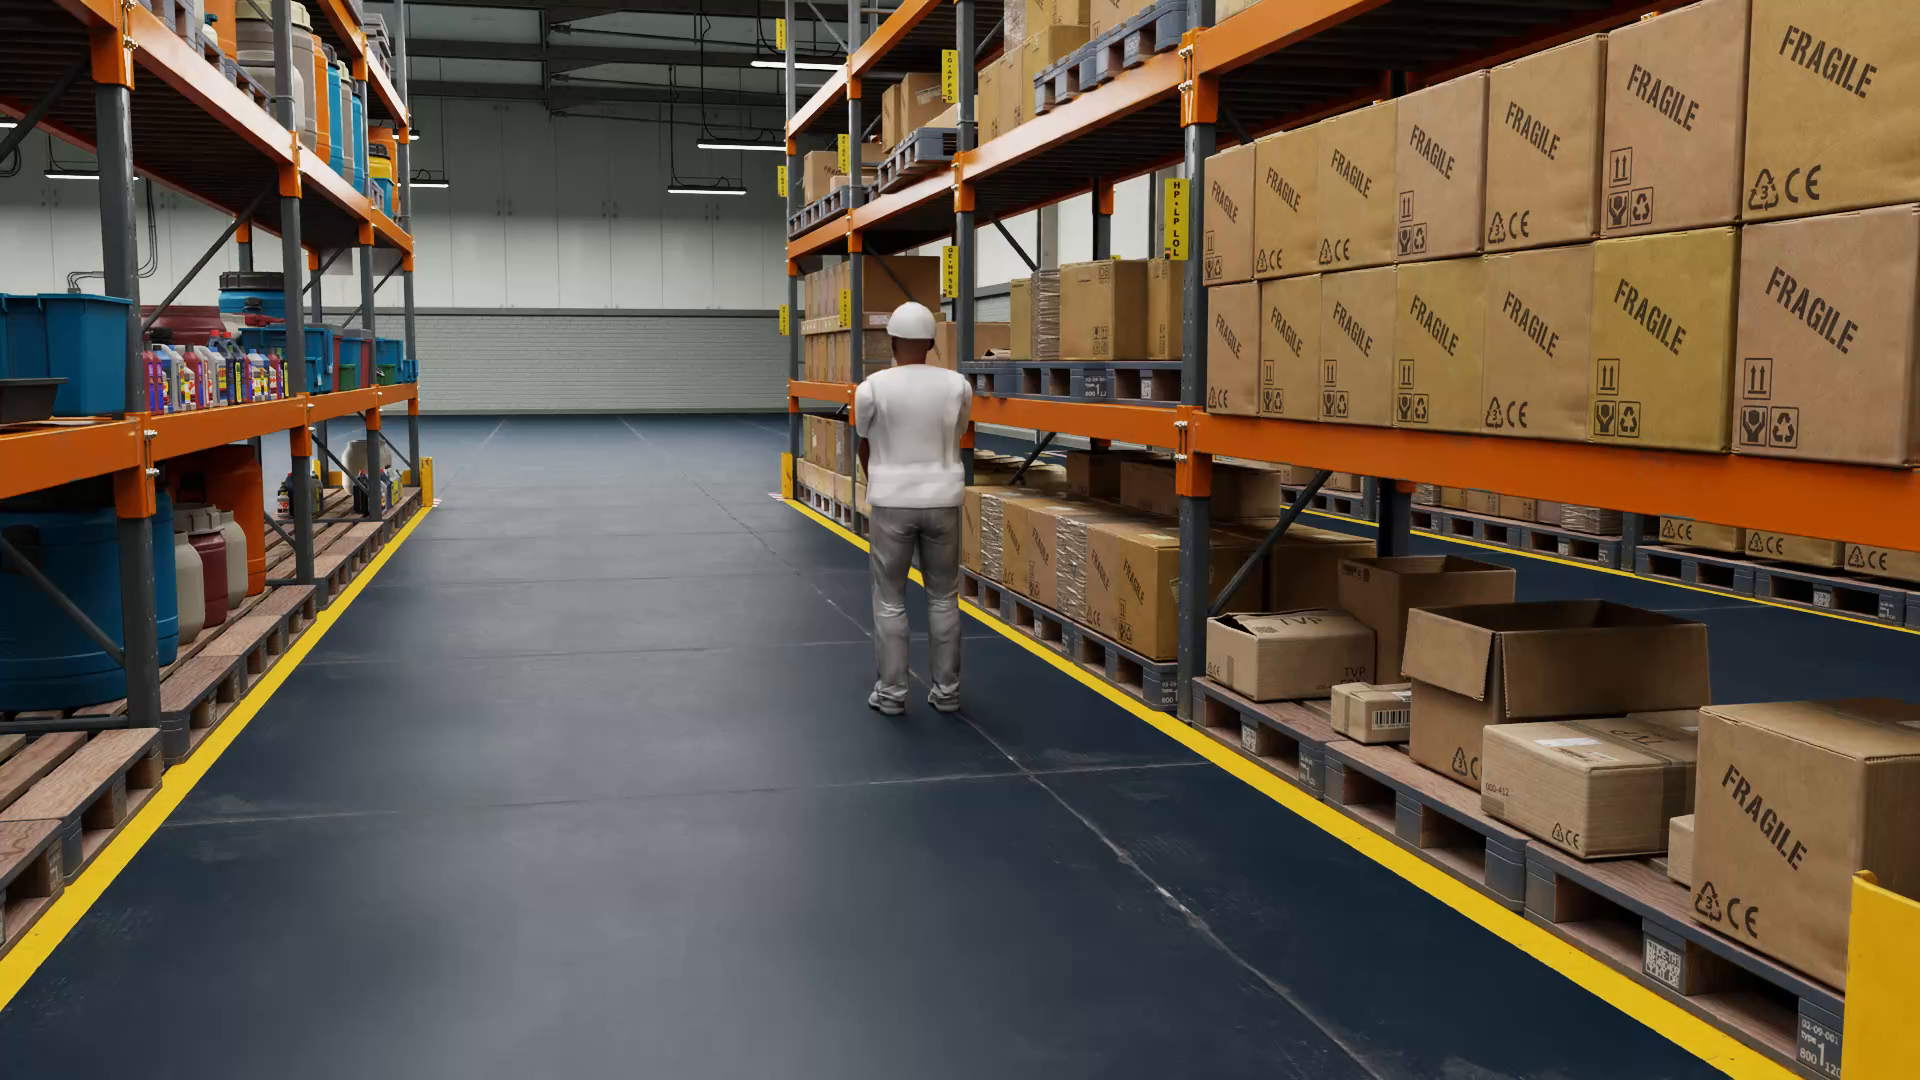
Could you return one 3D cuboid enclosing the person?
[{"bbox_3d":[-0.224,-0.145,7.237,0.503,1.760,0.587,-1,6,-12],"label":"person"}]
